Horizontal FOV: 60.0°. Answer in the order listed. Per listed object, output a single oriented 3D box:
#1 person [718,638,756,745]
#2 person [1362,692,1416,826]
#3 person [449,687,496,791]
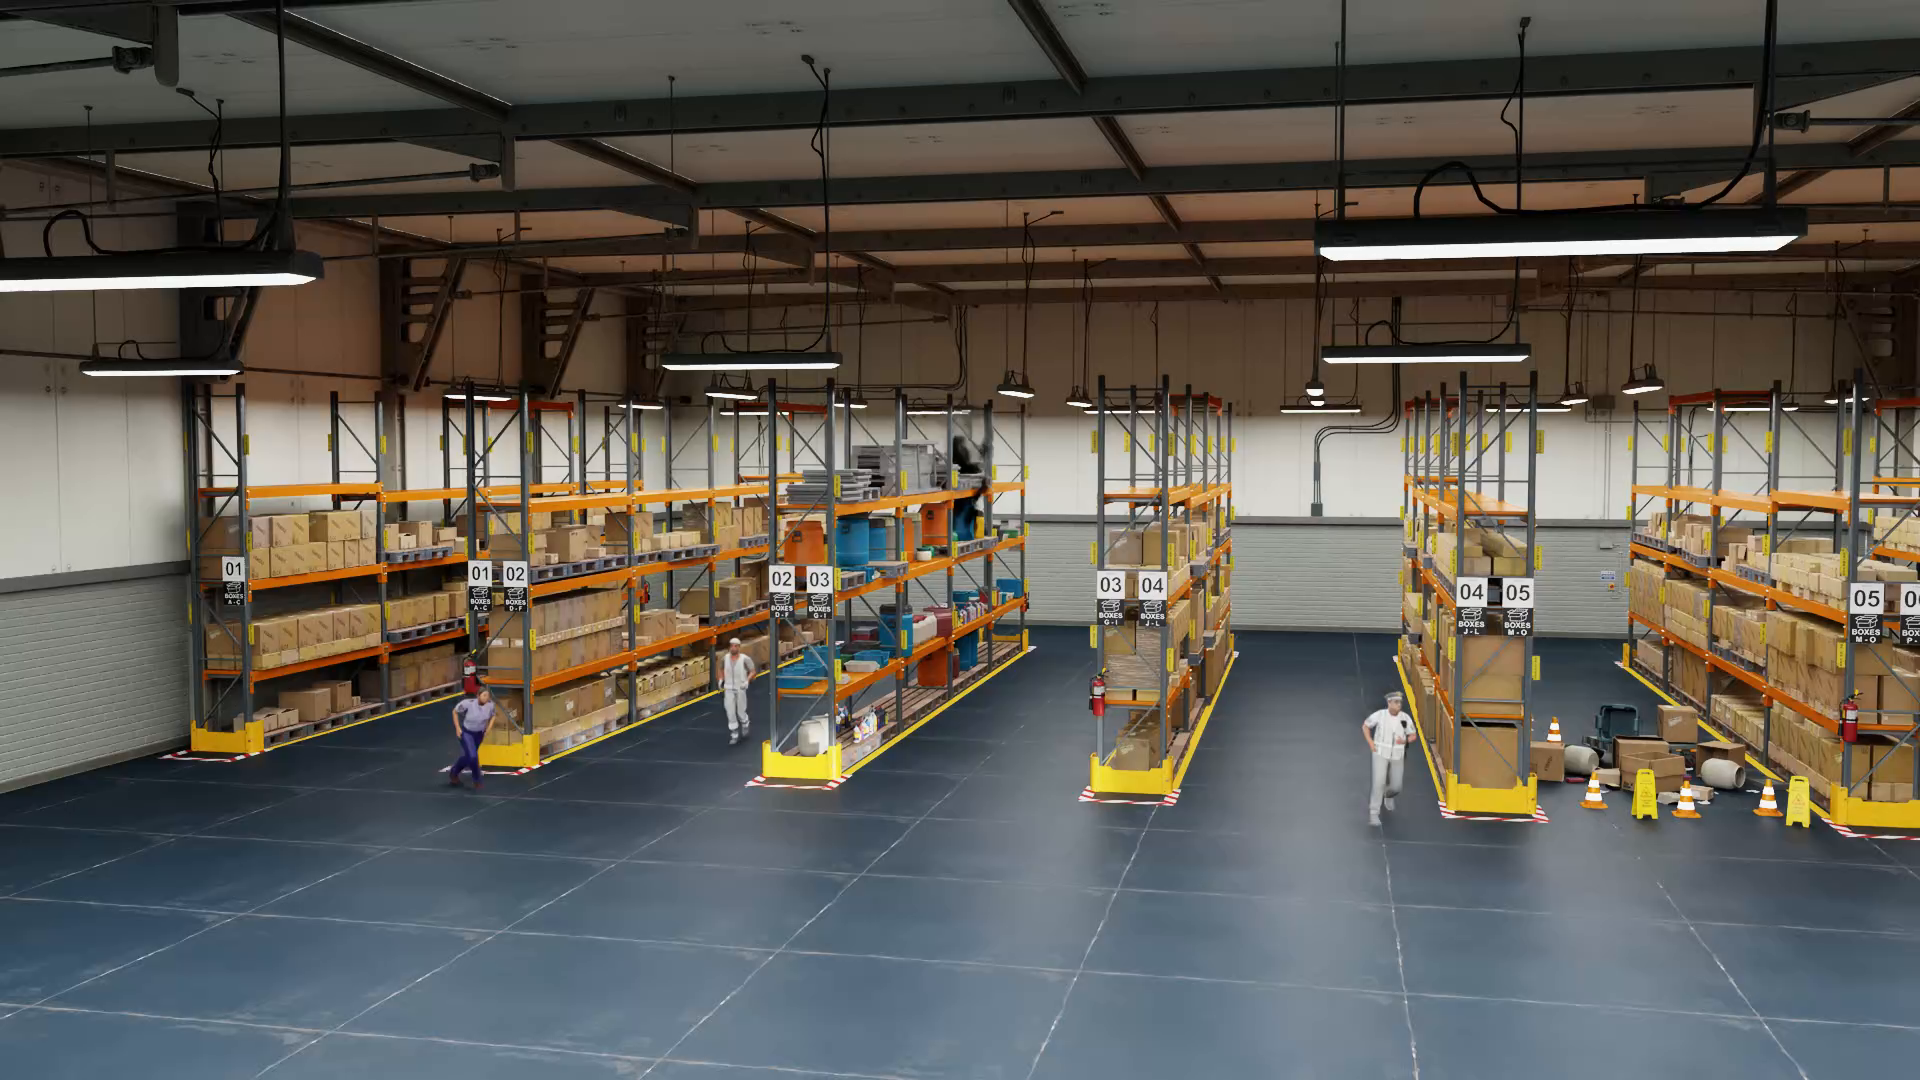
[{"bbox_3d":[-3.767,2.525,27.991,0.672,1.771,0.755,0,3,6],"label":"person"},{"bbox_3d":[5.757,2.889,22.235,0.691,1.756,0.867,0,3,0],"label":"person"},{"bbox_3d":[-7.157,2.882,24.324,0.619,1.560,0.952,-3,5,-44],"label":"person"}]
